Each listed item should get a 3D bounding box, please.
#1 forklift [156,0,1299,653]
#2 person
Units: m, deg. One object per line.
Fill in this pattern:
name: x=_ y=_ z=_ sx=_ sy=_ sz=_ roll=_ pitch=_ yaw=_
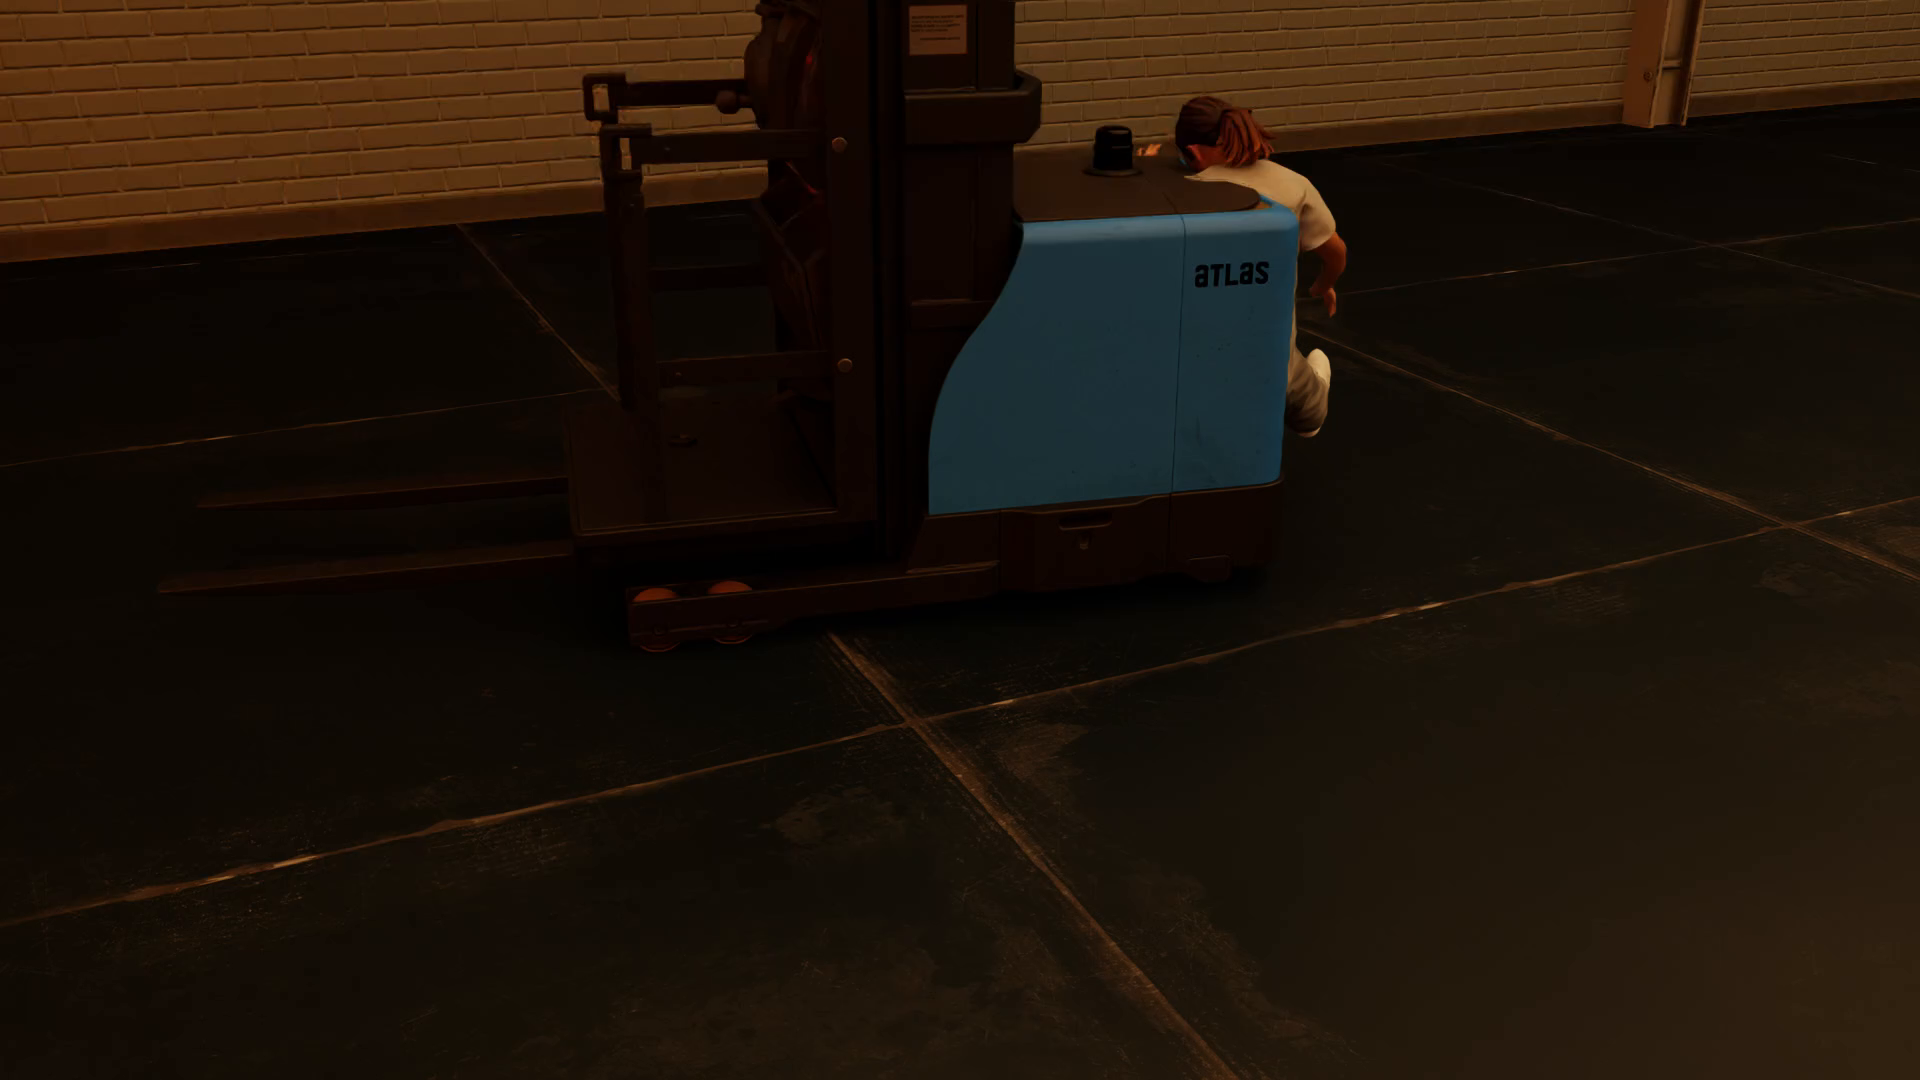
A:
forklift: x=-0.648 y=-1.280 z=4.367 sx=3.031 sy=2.935 sz=1.130 roll=-5 pitch=23 yaw=-13
person: x=0.774 y=-0.687 z=5.080 sx=0.994 sy=1.317 sz=1.113 roll=0 pitch=23 yaw=0
